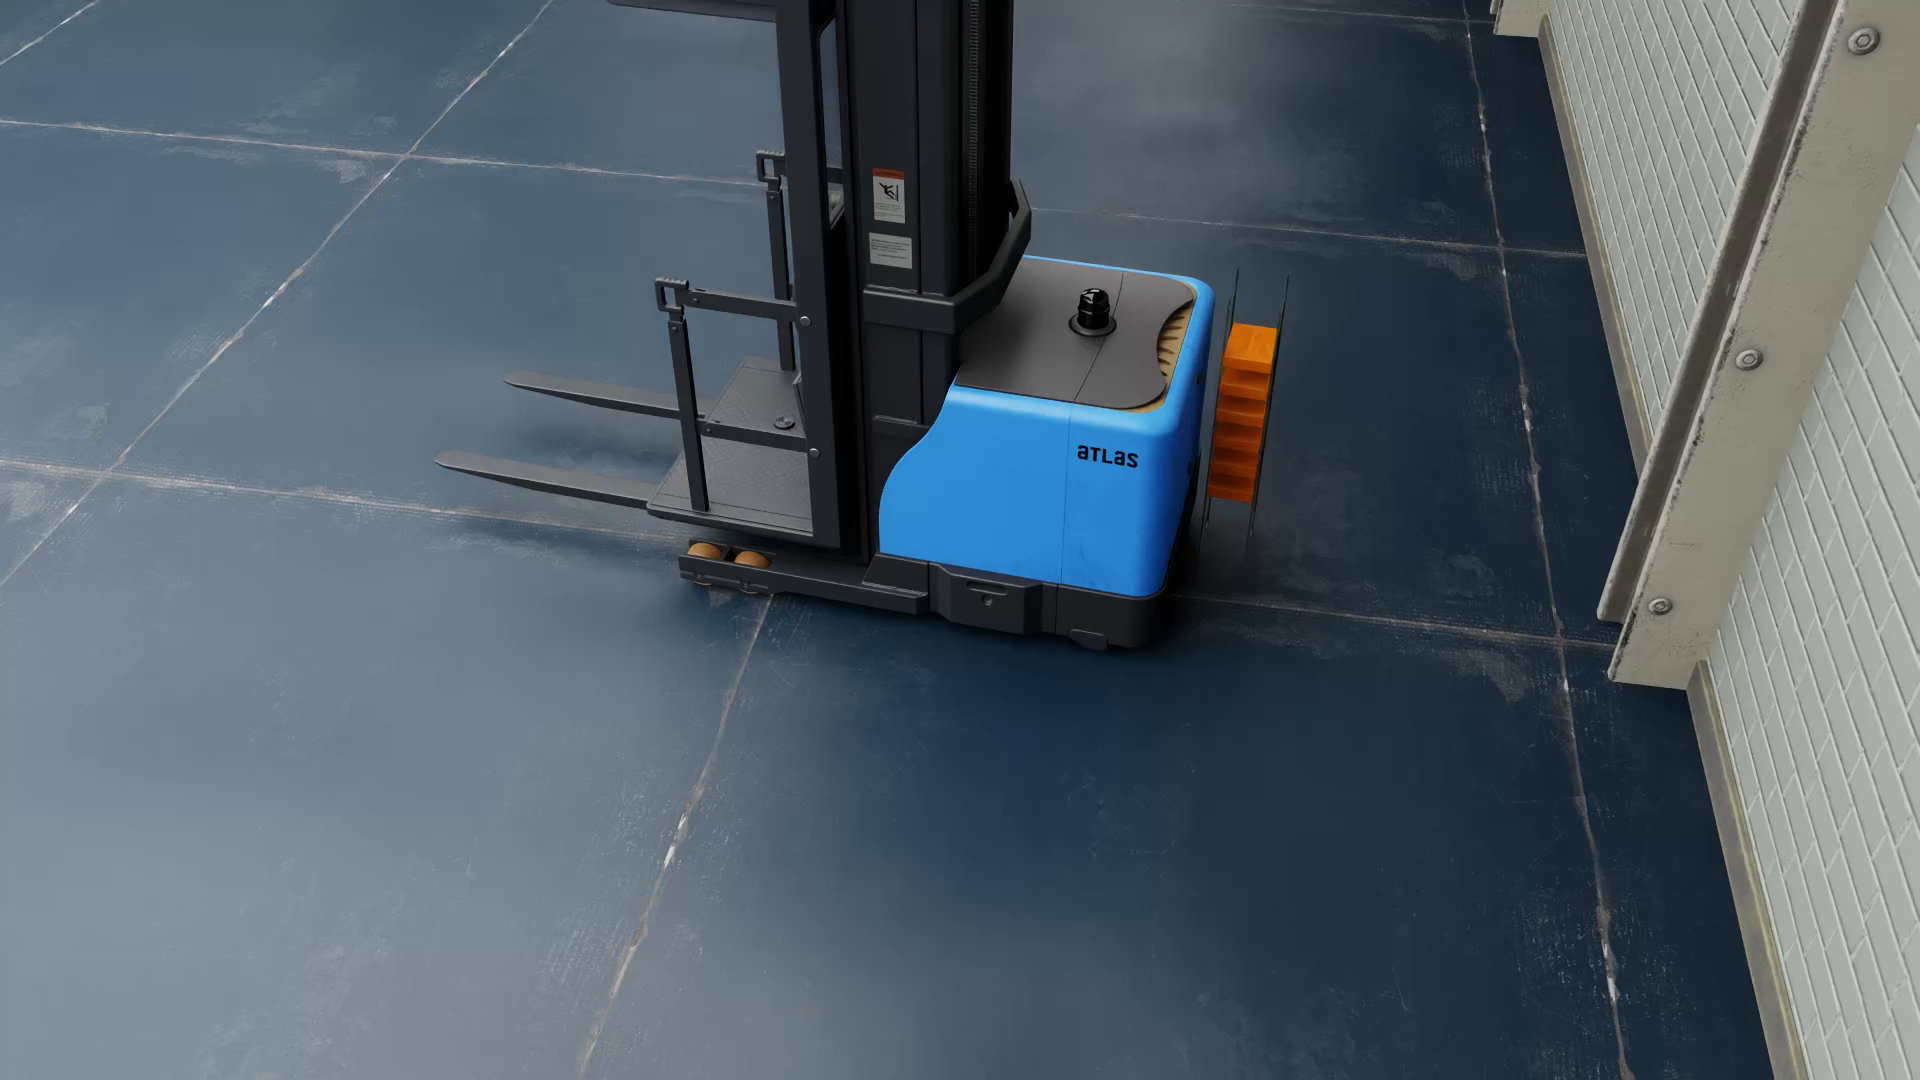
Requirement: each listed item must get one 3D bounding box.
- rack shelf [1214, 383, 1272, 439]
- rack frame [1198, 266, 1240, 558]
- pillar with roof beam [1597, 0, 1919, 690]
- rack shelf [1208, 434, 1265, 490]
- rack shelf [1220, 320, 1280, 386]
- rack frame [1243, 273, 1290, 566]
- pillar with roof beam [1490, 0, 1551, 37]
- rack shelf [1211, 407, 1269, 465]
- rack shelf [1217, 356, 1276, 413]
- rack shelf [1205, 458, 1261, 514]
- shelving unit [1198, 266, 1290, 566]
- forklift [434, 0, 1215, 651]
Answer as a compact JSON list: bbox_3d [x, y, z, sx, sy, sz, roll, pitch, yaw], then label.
[{"bbox_3d":[1.075,-0.507,6.303,0.180,0.103,0.258,10,41,12],"label":"rack shelf"},{"bbox_3d":[0.987,-0.465,6.370,0.006,1.200,0.240,10,41,12],"label":"rack frame"},{"bbox_3d":[-1.663,-3.533,3.960,9.100,9.000,0.400,6,40,8],"label":"pillar with roof beam"},{"bbox_3d":[1.075,-0.322,6.456,0.180,0.103,0.258,10,41,12],"label":"rack shelf"},{"bbox_3d":[1.075,-0.692,6.150,0.180,0.103,0.258,10,41,12],"label":"rack shelf"},{"bbox_3d":[1.163,-0.433,6.332,0.006,1.200,0.240,10,41,12],"label":"rack frame"},{"bbox_3d":[-0.624,-7.298,8.515,9.100,9.000,0.400,6,40,8],"label":"pillar with roof beam"},{"bbox_3d":[1.075,-0.415,6.380,0.180,0.103,0.258,10,41,12],"label":"rack shelf"},{"bbox_3d":[1.075,-0.600,6.227,0.180,0.103,0.258,10,41,12],"label":"rack shelf"},{"bbox_3d":[1.075,-0.230,6.533,0.180,0.103,0.258,10,41,12],"label":"rack shelf"},{"bbox_3d":[1.075,-0.449,6.351,0.189,1.200,0.258,10,41,12],"label":"shelving unit"},{"bbox_3d":[-0.603,-1.233,5.942,3.031,2.935,1.130,10,41,12],"label":"forklift"}]
